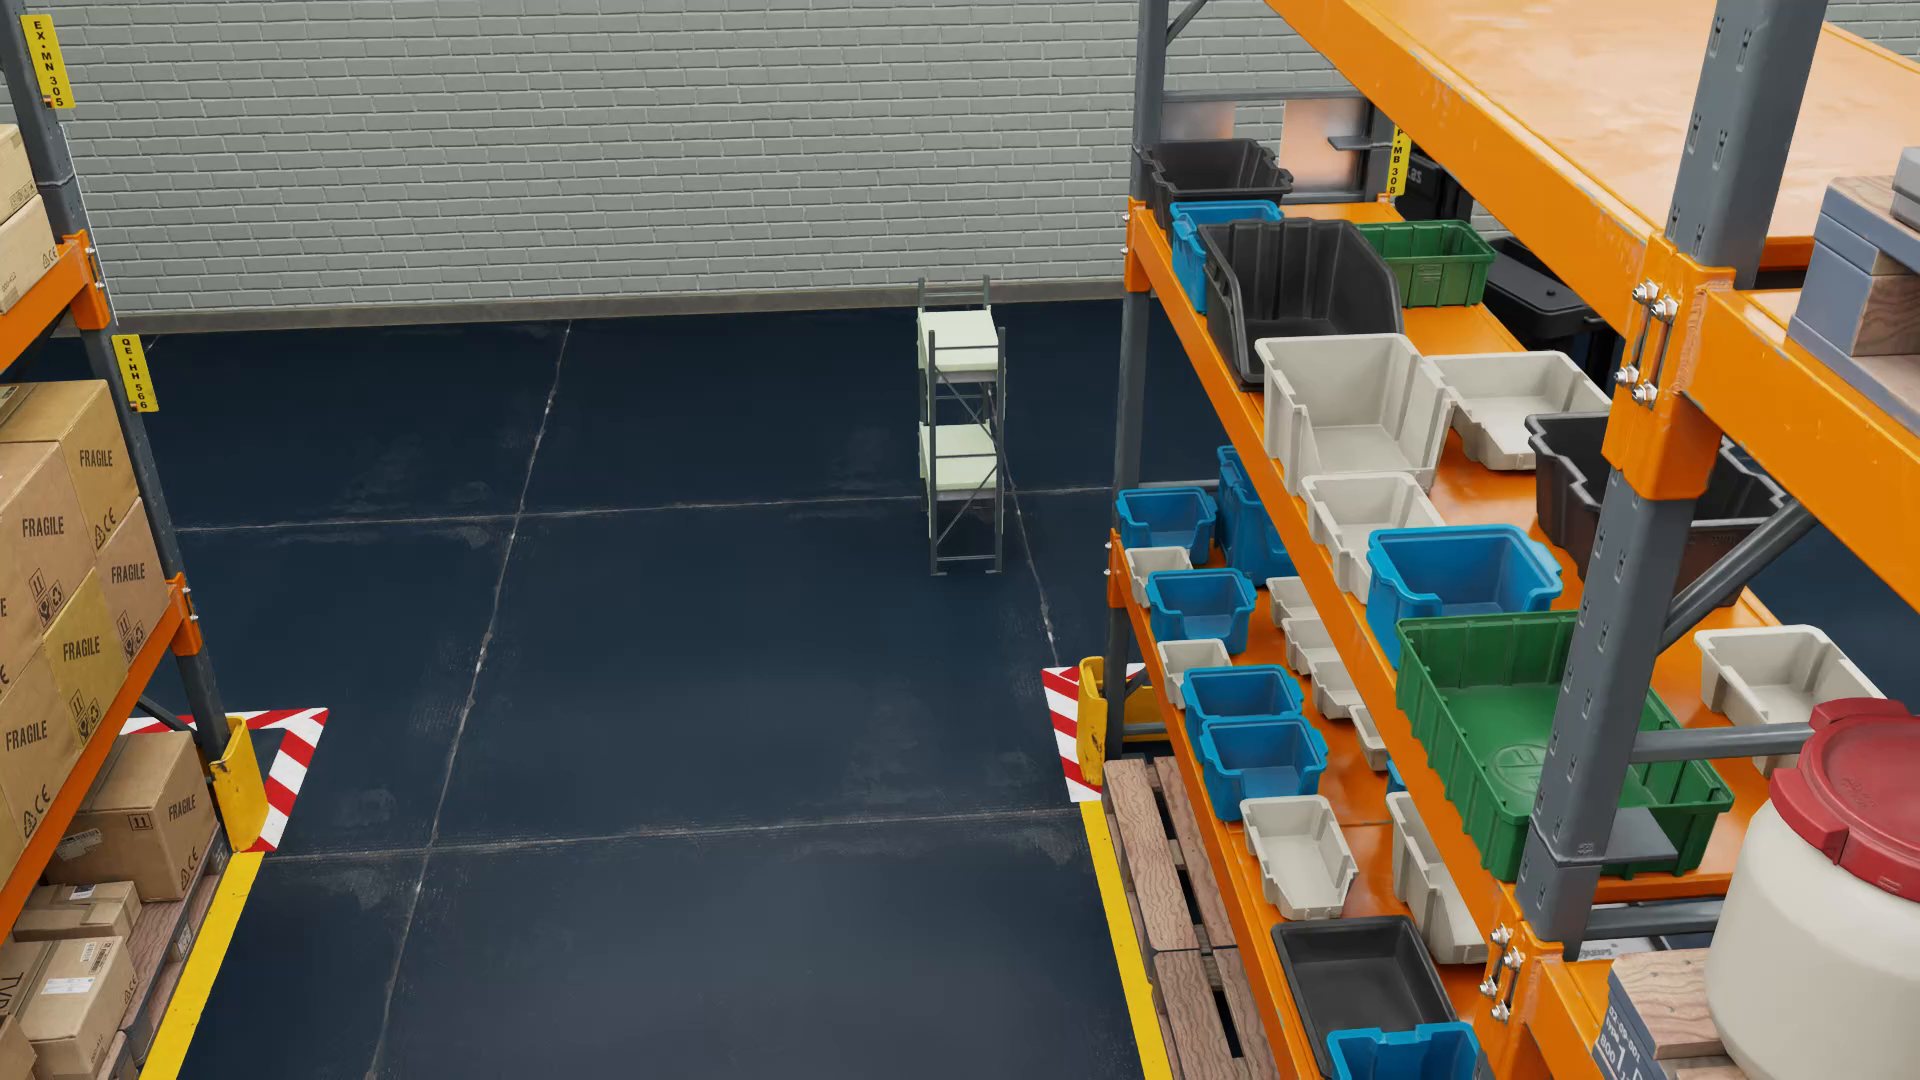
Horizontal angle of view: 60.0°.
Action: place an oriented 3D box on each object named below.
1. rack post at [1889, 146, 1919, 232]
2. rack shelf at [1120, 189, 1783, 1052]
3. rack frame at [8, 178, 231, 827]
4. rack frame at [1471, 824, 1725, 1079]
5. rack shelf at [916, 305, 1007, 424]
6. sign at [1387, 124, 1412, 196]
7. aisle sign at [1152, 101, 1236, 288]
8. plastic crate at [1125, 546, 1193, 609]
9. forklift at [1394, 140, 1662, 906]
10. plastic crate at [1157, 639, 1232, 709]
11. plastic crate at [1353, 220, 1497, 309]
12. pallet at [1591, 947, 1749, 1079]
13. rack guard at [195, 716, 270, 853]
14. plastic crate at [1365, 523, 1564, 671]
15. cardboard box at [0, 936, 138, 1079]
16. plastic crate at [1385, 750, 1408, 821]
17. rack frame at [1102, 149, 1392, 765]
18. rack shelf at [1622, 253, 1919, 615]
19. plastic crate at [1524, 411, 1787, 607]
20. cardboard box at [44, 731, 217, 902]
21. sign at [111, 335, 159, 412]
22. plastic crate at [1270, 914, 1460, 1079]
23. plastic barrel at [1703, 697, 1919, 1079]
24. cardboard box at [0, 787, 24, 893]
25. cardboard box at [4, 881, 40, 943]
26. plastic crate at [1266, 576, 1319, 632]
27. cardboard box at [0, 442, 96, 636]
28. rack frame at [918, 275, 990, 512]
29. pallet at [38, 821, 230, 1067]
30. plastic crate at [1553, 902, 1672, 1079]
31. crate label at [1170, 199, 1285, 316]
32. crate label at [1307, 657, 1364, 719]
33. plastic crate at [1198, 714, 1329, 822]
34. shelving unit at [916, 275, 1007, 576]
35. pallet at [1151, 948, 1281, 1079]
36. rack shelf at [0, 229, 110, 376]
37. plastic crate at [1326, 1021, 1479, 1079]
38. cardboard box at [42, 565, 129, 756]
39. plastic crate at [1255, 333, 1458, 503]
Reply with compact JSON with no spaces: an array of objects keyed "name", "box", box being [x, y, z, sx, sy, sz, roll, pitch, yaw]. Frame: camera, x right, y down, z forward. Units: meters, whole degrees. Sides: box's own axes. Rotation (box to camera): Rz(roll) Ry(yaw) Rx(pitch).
[{"name":"rack post","box":[1.590,-0.302,1.554,0.937,0.300,0.954,-3,31,-6]},{"name":"rack shelf","box":[1.356,-0.190,4.920,1.077,0.370,4.000,-3,31,-5]},{"name":"rack frame","box":[-3.763,0.003,6.820,1.000,3.000,0.127,-3,31,-5]},{"name":"rack frame","box":[1.543,1.810,3.795,1.000,3.000,0.127,-3,31,-5]},{"name":"rack shelf","box":[0.001,-0.976,9.160,0.431,0.370,0.720,-3,31,-5]},{"name":"sign","box":[1.715,-1.510,6.530,0.100,0.325,0.005,-3,31,-5]},{"name":"aisle sign","box":[0.867,-1.371,6.585,0.394,0.787,0.004,-3,31,-5]},{"name":"plastic crate","box":[0.812,0.165,6.748,0.250,0.136,0.298,-3,31,-5]},{"name":"forklift","box":[2.547,-0.299,7.393,1.130,2.935,3.031,-12,33,-19]},{"name":"plastic crate","box":[0.875,0.511,6.168,0.250,0.136,0.298,-3,31,-5]},{"name":"plastic crate","box":[1.546,-0.939,5.679,0.450,0.188,0.336,-3,31,-5]},{"name":"pallet","box":[1.713,0.999,2.412,1.213,0.211,1.003,-3,31,-5]},{"name":"rack guard","box":[-3.756,1.115,7.396,1.175,0.500,0.348,-3,31,-5]},{"name":"plastic crate","box":[1.140,0.144,3.822,0.416,0.233,0.300,-3,31,-5]},{"name":"cardboard box","box":[-3.408,1.747,6.153,0.500,0.250,0.500,-3,31,-5]},{"name":"plastic crate","box":[1.616,0.850,5.507,0.416,0.233,0.300,-3,31,-5]},{"name":"rack frame","box":[1.169,-0.232,7.214,1.000,3.000,0.127,-3,31,-5]},{"name":"rack shelf","box":[1.730,0.736,0.834,1.077,0.370,4.000,-3,31,-5]},{"name":"plastic crate","box":[1.700,-0.069,4.143,0.497,0.269,0.590,-3,31,-5]},{"name":"cardboard box","box":[-3.467,1.153,6.903,0.500,0.500,0.500,-3,31,-5]},{"name":"sign","box":[-3.208,-0.646,6.470,0.100,0.325,0.005,-3,31,-5]},{"name":"plastic crate","box":[1.171,1.344,4.786,0.437,0.125,0.590,-3,31,-5]},{"name":"plastic barrel","box":[1.342,0.564,2.414,0.433,0.535,0.433,0,31,0]},{"name":"cardboard box","box":[-3.310,0.953,5.133,0.500,0.500,0.500,-3,31,-5]},{"name":"cardboard box","box":[-3.948,1.541,6.498,0.500,0.250,0.500,-3,31,-5]},{"name":"plastic crate","box":[1.426,0.263,6.584,0.396,0.136,0.243,-3,31,-5]},{"name":"cardboard box","box":[-3.400,0.003,5.748,0.500,0.500,0.500,-2,31,-3]},{"name":"rack frame","box":[-0.034,-0.827,9.673,0.400,1.500,0.023,-3,31,-5]},{"name":"pallet","box":[-3.680,1.646,6.789,1.003,0.211,1.213,-3,31,-5]},{"name":"plastic crate","box":[1.709,1.289,4.547,0.402,0.464,0.583,-3,31,-5]},{"name":"crate label","box":[0.934,-0.970,5.669,0.408,0.251,0.502,-3,31,-5]},{"name":"crate label","box":[1.489,0.552,6.099,0.396,0.136,0.243,-3,31,-5]},{"name":"plastic crate","box":[1.015,0.781,5.622,0.416,0.233,0.300,-3,31,-5]},{"name":"shelving unit","box":[0.001,-0.640,9.360,0.431,1.500,0.755,-3,31,-5]},{"name":"pallet","box":[1.318,2.009,6.181,1.003,0.211,1.213,-3,31,-5]},{"name":"rack shelf","box":[-3.576,0.045,4.526,1.077,0.370,4.000,-3,31,-5]},{"name":"plastic crate","box":[1.160,1.569,4.156,0.392,0.384,0.575,-3,31,-5]},{"name":"cardboard box","box":[-3.398,0.440,5.990,0.500,0.500,0.500,-2,31,-4]},{"name":"plastic crate","box":[1.069,-0.323,4.556,0.437,0.282,0.530,-3,31,-5]}]
